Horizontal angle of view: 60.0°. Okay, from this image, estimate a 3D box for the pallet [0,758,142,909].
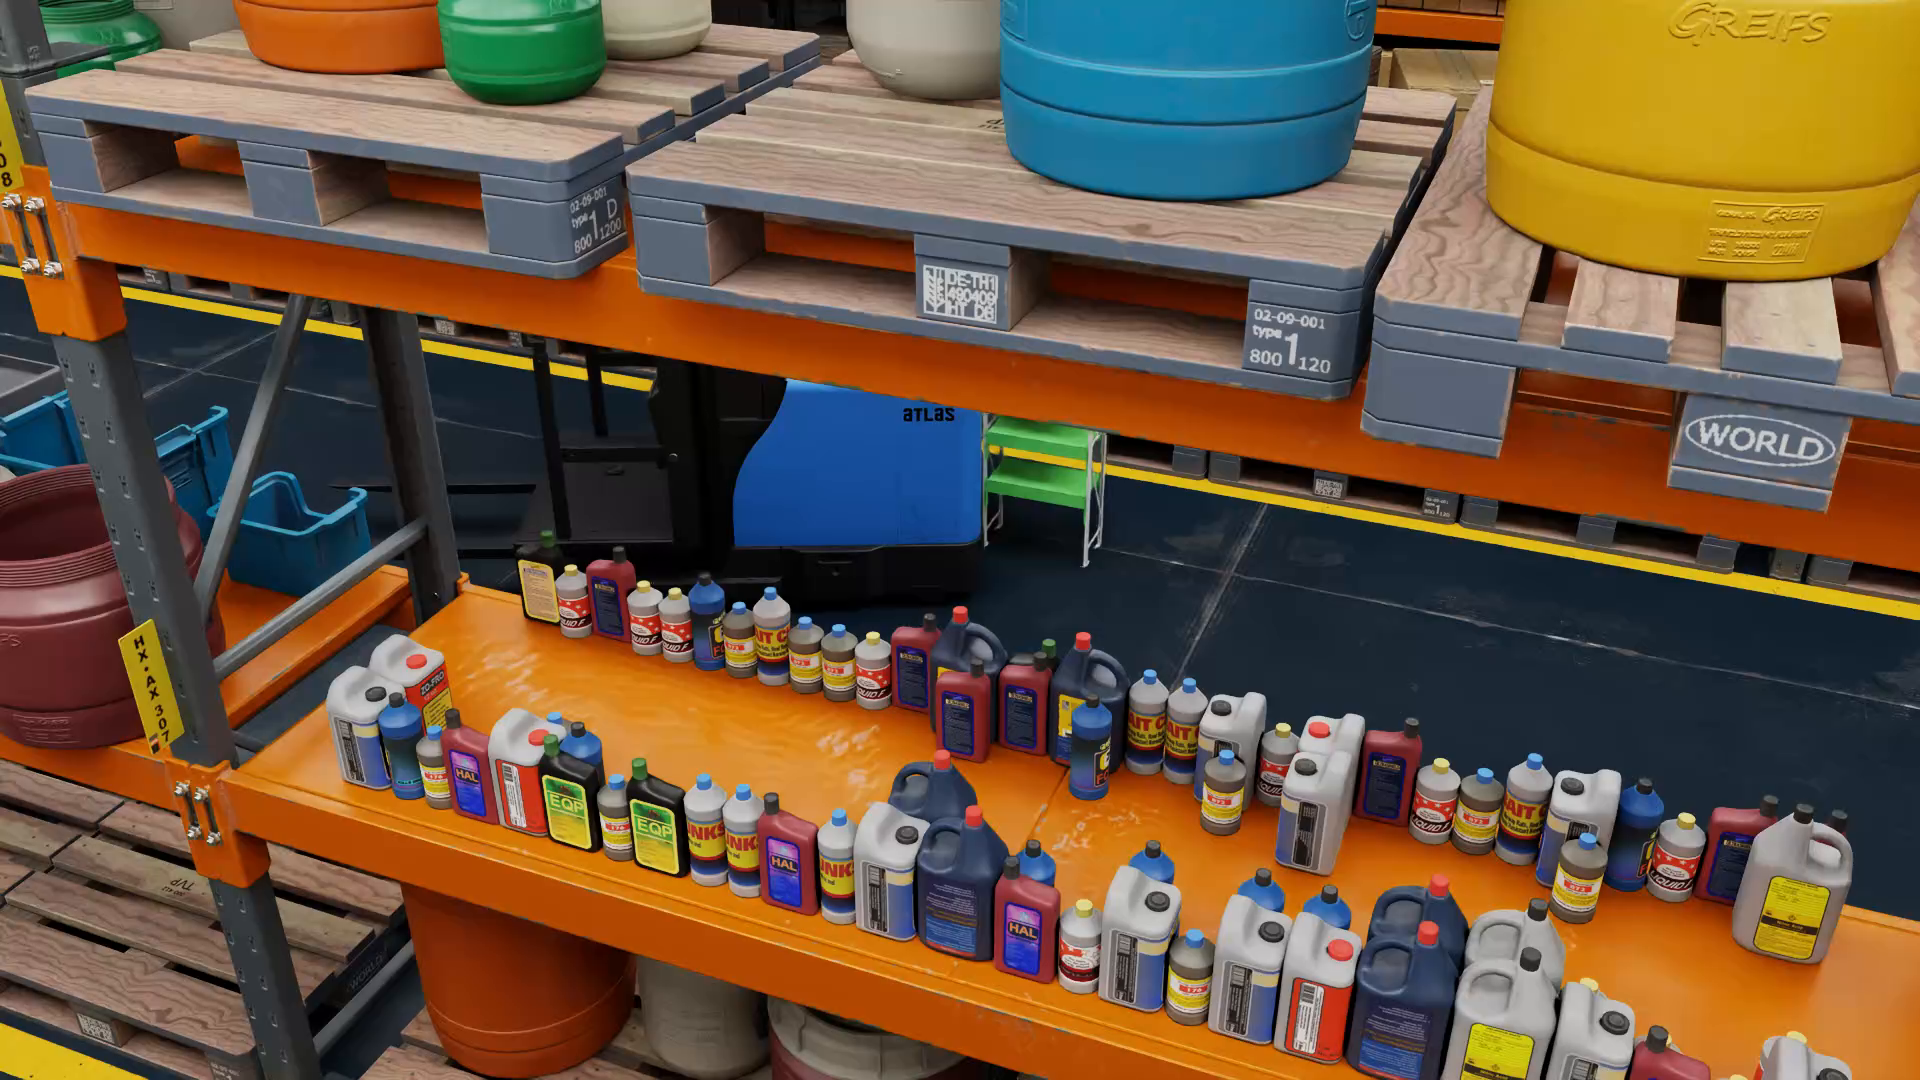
[{"bbox_3d":[-3.534,0.993,5.778,1.213,0.211,1.003,11,31,19],"label":"pallet"}]

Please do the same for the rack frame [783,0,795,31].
[{"bbox_3d":[-1.685,-5.090,13.707,0.127,3.000,1.000,11,31,19],"label":"rack frame"}]

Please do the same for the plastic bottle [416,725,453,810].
[{"bbox_3d":[-1.237,0.533,3.961,0.097,0.201,0.097,0,29,0],"label":"plastic bottle"}]

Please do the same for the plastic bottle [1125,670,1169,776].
[{"bbox_3d":[0.457,0.437,4.058,0.097,0.271,0.097,0,29,0],"label":"plastic bottle"}]

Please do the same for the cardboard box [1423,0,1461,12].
[{"bbox_3d":[3.442,-3.858,11.762,0.250,0.149,0.380,12,32,20],"label":"cardboard box"}]

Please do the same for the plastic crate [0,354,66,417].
[{"bbox_3d":[-3.086,-0.299,5.166,0.583,0.464,0.402,11,31,19],"label":"plastic crate"}]

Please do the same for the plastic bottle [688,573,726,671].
[{"bbox_3d":[-0.674,0.212,4.458,0.097,0.271,0.097,0,29,0],"label":"plastic bottle"}]

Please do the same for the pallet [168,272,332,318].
[{"bbox_3d":[-4.266,-1.783,10.690,1.213,0.211,1.003,11,31,19],"label":"pallet"}]

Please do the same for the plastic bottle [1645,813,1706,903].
[{"bbox_3d":[1.586,0.693,3.677,0.097,0.201,0.097,0,29,0],"label":"plastic bottle"}]

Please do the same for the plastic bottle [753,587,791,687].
[{"bbox_3d":[-0.494,0.248,4.394,0.097,0.271,0.097,0,29,0],"label":"plastic bottle"}]

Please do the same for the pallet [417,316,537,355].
[{"bbox_3d":[-2.847,-1.498,10.186,1.213,0.211,1.003,11,31,19],"label":"pallet"}]

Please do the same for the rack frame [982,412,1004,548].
[{"bbox_3d":[0.152,-0.541,7.487,0.015,1.200,0.240,11,31,18],"label":"rack frame"}]

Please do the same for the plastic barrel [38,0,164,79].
[{"bbox_3d":[-1.952,-1.094,3.746,0.294,0.245,0.294,0,29,0],"label":"plastic barrel"}]

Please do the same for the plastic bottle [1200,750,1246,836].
[{"bbox_3d":[0.615,0.580,3.877,0.097,0.201,0.097,0,29,0],"label":"plastic bottle"}]

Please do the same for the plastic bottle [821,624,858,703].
[{"bbox_3d":[-0.313,0.314,4.348,0.097,0.201,0.097,0,29,0],"label":"plastic bottle"}]

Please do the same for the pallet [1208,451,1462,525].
[{"bbox_3d":[1.966,-0.495,8.411,1.213,0.211,1.003,11,31,19],"label":"pallet"}]

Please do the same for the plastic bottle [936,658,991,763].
[{"bbox_3d":[0.008,0.409,4.096,0.133,0.283,0.061,11,31,19],"label":"plastic bottle"}]

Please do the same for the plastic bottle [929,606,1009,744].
[{"bbox_3d":[0.022,0.329,4.170,0.185,0.351,0.144,11,31,19],"label":"plastic bottle"}]

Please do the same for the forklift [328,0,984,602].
[{"bbox_3d":[-1.424,-1.221,6.932,3.031,2.935,1.130,-1,29,-1],"label":"forklift"}]

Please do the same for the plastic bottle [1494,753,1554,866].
[{"bbox_3d":[1.281,0.602,3.767,0.097,0.271,0.097,0,29,0],"label":"plastic bottle"}]

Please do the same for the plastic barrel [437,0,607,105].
[{"bbox_3d":[-0.808,-0.953,3.071,0.294,0.245,0.294,0,29,0],"label":"plastic barrel"}]

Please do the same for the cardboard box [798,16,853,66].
[{"bbox_3d":[-0.997,-4.065,13.987,0.500,0.500,0.700,12,32,21],"label":"cardboard box"}]

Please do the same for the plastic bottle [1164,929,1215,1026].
[{"bbox_3d":[0.468,0.873,3.359,0.097,0.201,0.097,0,29,0],"label":"plastic bottle"}]

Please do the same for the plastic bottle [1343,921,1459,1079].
[{"bbox_3d":[0.857,0.873,3.206,0.185,0.351,0.144,11,31,19],"label":"plastic bottle"}]

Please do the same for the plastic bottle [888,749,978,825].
[{"bbox_3d":[-0.060,0.610,3.673,0.185,0.351,0.144,11,31,19],"label":"plastic bottle"}]

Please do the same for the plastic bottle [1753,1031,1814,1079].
[{"bbox_3d":[1.546,1.008,3.121,0.097,0.201,0.097,0,29,0],"label":"plastic bottle"}]

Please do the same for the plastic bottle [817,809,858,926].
[{"bbox_3d":[-0.257,0.698,3.597,0.097,0.271,0.097,0,29,0],"label":"plastic bottle"}]

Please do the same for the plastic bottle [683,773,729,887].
[{"bbox_3d":[-0.561,0.637,3.705,0.097,0.271,0.097,0,29,0],"label":"plastic bottle"}]

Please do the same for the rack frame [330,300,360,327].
[{"bbox_3d":[-3.545,-2.831,9.710,0.127,3.000,1.000,11,31,19],"label":"rack frame"}]

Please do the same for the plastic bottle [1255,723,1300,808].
[{"bbox_3d":[0.762,0.529,3.968,0.097,0.201,0.097,0,29,0],"label":"plastic bottle"}]

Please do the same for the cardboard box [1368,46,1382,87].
[{"bbox_3d":[1.564,-1.996,7.704,0.500,0.500,0.700,18,34,28],"label":"cardboard box"}]

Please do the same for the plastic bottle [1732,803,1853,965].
[{"bbox_3d":[1.761,0.708,3.499,0.185,0.351,0.144,11,31,19],"label":"plastic bottle"}]

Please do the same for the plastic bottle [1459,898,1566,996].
[{"bbox_3d":[1.082,0.842,3.262,0.185,0.351,0.144,11,31,19],"label":"plastic bottle"}]

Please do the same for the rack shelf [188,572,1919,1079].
[{"bbox_3d":[0.149,0.850,3.929,4.000,0.370,1.077,11,31,19],"label":"rack shelf"}]

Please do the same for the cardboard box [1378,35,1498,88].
[{"bbox_3d":[3.462,-3.236,12.185,0.750,0.750,0.750,11,31,19],"label":"cardboard box"}]

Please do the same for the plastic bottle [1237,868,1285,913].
[{"bbox_3d":[0.615,0.791,3.432,0.097,0.271,0.097,0,29,0],"label":"plastic bottle"}]

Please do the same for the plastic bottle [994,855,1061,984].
[{"bbox_3d":[0.139,0.782,3.437,0.133,0.283,0.061,11,31,19],"label":"plastic bottle"}]

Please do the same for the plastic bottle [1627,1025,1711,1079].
[{"bbox_3d":[1.284,1.010,3.033,0.133,0.283,0.061,11,31,19],"label":"plastic bottle"}]

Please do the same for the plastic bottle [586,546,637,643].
[{"bbox_3d":[-0.955,0.141,4.571,0.133,0.283,0.061,11,31,19],"label":"plastic bottle"}]

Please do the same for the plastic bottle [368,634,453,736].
[{"bbox_3d":[-1.367,0.379,4.157,0.135,0.276,0.152,11,31,19],"label":"plastic bottle"}]

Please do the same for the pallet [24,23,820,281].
[{"bbox_3d":[-1.032,-0.871,3.385,1.213,0.211,1.003,11,31,19],"label":"pallet"}]

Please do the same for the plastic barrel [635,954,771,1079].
[{"bbox_3d":[-0.687,1.214,4.656,0.421,0.512,0.421,0,29,0],"label":"plastic barrel"}]

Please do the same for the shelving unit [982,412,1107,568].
[{"bbox_3d":[0.380,-0.497,7.410,0.503,1.200,0.258,11,31,18],"label":"shelving unit"}]

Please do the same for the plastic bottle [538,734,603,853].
[{"bbox_3d":[-0.889,0.576,3.800,0.133,0.283,0.061,11,31,19],"label":"plastic bottle"}]

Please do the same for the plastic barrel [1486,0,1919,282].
[{"bbox_3d":[1.081,-0.740,2.344,0.600,0.588,0.600,0,29,0],"label":"plastic barrel"}]

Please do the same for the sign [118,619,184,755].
[{"bbox_3d":[-1.904,0.348,3.920,0.005,0.325,0.100,11,31,19],"label":"sign"}]
